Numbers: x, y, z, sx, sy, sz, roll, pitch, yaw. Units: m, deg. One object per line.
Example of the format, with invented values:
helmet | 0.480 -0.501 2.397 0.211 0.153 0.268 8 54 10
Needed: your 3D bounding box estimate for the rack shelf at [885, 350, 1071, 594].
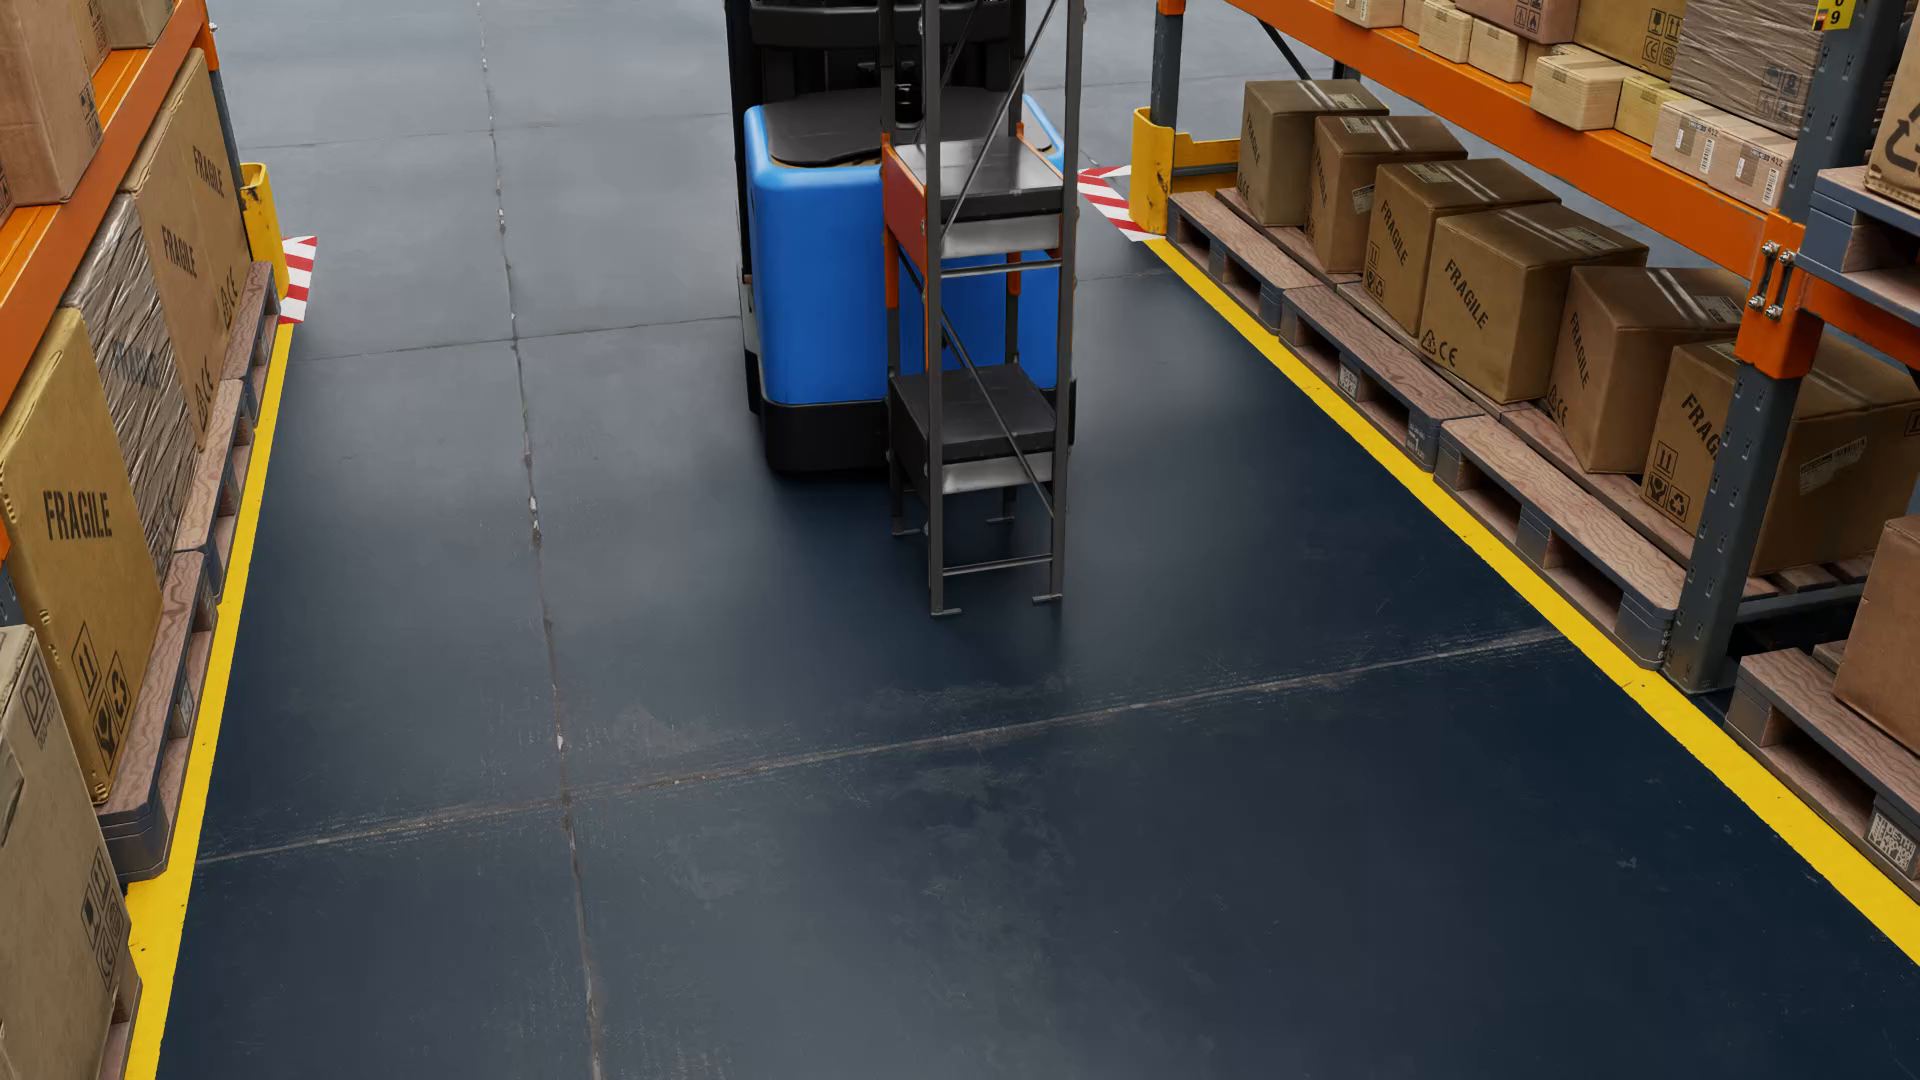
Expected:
rack shelf | 0.044 -0.211 4.943 0.431 0.518 0.480 -8 31 -13

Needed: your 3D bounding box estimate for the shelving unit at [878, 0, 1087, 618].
shelving unit | 0.044 -0.829 4.586 0.431 2.100 0.503 -8 31 -13

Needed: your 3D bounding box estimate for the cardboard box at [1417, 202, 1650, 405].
cardboard box | 1.971 -0.829 5.764 0.500 0.500 0.500 -11 32 -18

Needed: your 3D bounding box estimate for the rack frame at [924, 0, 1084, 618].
rack frame | 0.109 -0.711 4.382 0.400 2.100 0.015 -8 31 -13

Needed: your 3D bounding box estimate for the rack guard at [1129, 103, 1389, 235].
rack guard | 1.397 -1.779 7.824 1.175 0.500 0.348 -8 31 -13

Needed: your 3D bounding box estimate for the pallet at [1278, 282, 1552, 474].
pallet | 1.899 -0.669 6.195 1.003 0.211 1.213 -8 31 -13

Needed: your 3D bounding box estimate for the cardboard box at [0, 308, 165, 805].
cardboard box | -2.470 0.070 3.837 0.875 0.875 0.875 -7 31 -13

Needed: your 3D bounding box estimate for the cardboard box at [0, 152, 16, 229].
cardboard box | -2.648 -0.859 3.590 0.875 0.550 0.550 -8 31 -13

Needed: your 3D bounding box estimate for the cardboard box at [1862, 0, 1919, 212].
cardboard box | 2.514 -1.005 2.973 1.000 1.000 1.000 -8 31 -13

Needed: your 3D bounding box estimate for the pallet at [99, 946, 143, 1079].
pallet | -2.093 1.215 2.941 1.003 0.211 1.213 -8 31 -13

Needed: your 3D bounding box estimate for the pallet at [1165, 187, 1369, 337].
pallet | 1.578 -1.257 7.211 1.003 0.211 1.213 -8 31 -13

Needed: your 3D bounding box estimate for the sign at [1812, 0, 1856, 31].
sign | 1.917 -1.264 3.576 0.100 0.325 0.005 -8 31 -13

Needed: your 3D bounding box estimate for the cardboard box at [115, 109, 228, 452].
cardboard box | -2.953 -0.806 5.349 0.875 0.875 0.875 -8 31 -14

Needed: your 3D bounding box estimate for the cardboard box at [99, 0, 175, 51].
cardboard box | -3.123 -1.916 5.416 0.875 0.550 0.550 -8 31 -13

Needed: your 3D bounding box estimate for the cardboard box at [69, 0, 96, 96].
cardboard box | -2.915 -1.378 4.487 0.875 0.550 0.500 -8 31 -13

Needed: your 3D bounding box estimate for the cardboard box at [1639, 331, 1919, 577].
cardboard box | 2.371 -0.264 4.788 0.500 0.500 0.500 -9 31 -15

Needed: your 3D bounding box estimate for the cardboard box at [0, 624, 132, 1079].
cardboard box | -2.119 0.725 2.830 1.050 0.750 0.750 -8 31 -14

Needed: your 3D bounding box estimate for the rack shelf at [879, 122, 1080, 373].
rack shelf | 0.044 -0.817 4.593 0.431 0.518 0.480 -8 31 -13

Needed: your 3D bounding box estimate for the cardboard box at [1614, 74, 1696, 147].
cardboard box | 2.032 -1.172 4.532 0.380 0.149 0.250 -8 31 -13

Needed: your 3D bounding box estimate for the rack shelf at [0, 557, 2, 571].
rack shelf | -1.840 0.922 1.380 1.077 0.370 4.000 -8 31 -13

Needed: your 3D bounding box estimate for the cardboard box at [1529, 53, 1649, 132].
cardboard box | 1.858 -1.278 4.715 0.380 0.149 0.250 -8 31 -13

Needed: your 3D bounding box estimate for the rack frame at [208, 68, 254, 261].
rack frame | -3.432 -2.287 6.207 1.000 3.000 0.127 -8 31 -13

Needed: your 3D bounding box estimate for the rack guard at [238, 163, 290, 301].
rack guard | -3.439 -1.217 6.853 1.175 0.500 0.348 -8 31 -13

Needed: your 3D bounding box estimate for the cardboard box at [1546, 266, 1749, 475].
cardboard box | 2.211 -0.540 5.264 0.500 0.500 0.500 2 30 3

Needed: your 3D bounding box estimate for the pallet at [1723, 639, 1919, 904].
pallet | 2.646 0.617 3.973 1.003 0.211 1.213 -8 31 -13

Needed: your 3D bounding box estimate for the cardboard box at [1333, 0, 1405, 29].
cardboard box | 1.527 -1.882 5.758 0.380 0.149 0.250 -8 31 -13

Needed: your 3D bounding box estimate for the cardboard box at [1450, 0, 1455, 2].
cardboard box | 1.957 -2.084 5.460 0.875 0.500 0.500 -8 31 -13

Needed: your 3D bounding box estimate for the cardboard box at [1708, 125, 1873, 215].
cardboard box | 2.098 -0.922 4.099 0.380 0.149 0.250 -8 31 -13

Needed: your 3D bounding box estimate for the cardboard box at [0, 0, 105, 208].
cardboard box | -2.678 -1.135 4.068 0.875 0.550 0.550 -8 31 -13

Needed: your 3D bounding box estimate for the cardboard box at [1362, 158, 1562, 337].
cardboard box | 1.866 -1.105 6.240 0.500 0.500 0.500 -5 30 -9

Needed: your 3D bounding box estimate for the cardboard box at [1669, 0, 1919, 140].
cardboard box | 2.379 -1.363 4.214 0.875 0.500 0.500 -8 31 -13

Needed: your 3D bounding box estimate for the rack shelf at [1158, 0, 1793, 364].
rack shelf | 1.908 -1.620 5.773 1.077 0.370 4.000 -8 31 -13

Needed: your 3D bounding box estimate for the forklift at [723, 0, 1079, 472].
forklift | -0.342 -2.212 6.146 1.130 2.935 3.031 -4 30 -8

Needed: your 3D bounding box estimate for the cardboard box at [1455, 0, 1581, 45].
cardboard box | 2.050 -1.837 5.033 0.875 0.500 0.500 -8 31 -13

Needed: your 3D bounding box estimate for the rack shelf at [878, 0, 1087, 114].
rack shelf | 0.044 -1.423 4.242 0.431 0.518 0.480 -8 31 -13

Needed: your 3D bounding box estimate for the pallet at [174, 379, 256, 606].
pallet | -2.824 -0.116 5.240 1.003 0.211 1.213 -8 31 -13

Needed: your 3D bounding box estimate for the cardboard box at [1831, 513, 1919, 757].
cardboard box | 2.581 0.225 3.923 0.700 0.500 0.500 -10 32 -17

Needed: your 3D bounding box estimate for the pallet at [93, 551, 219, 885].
pallet | -2.497 0.474 4.220 1.003 0.211 1.213 -8 31 -13

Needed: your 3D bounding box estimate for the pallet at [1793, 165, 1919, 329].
pallet | 2.501 -0.494 3.301 1.003 0.211 1.213 -8 31 -13

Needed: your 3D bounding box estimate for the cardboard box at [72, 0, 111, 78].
cardboard box | -3.095 -1.629 4.920 0.875 0.550 0.550 -8 31 -13

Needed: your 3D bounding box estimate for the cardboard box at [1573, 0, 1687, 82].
cardboard box | 2.280 -1.609 4.639 0.875 0.500 0.500 -8 31 -13

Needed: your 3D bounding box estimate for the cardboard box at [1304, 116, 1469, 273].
cardboard box | 1.718 -1.409 6.767 0.500 0.500 0.500 0 30 0

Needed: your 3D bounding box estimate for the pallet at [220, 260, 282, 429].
pallet | -3.145 -0.704 6.256 1.003 0.211 1.213 -8 31 -13

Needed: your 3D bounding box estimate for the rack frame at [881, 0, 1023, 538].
rack frame | -0.021 -0.947 4.789 0.400 2.100 0.015 -8 31 -13

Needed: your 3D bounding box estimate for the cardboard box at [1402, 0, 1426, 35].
cardboard box | 1.721 -1.779 5.580 0.380 0.149 0.250 -8 31 -13

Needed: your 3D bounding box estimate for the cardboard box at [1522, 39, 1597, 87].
cardboard box | 1.919 -1.417 4.954 0.380 0.149 0.250 -8 31 -13

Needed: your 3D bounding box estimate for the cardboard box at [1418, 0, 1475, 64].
cardboard box | 1.714 -1.648 5.354 0.380 0.149 0.250 -8 31 -13

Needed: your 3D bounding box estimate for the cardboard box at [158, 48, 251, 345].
cardboard box | -3.189 -1.230 6.083 0.875 0.875 0.875 -8 31 -13

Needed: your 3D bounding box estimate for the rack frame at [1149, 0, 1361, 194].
rack frame | 1.377 -2.897 7.262 1.000 3.000 0.127 -8 31 -13

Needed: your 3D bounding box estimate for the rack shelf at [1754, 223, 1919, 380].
rack shelf | 2.969 0.312 2.435 1.077 0.370 4.000 -8 31 -13

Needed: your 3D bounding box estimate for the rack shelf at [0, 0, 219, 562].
rack shelf | -2.901 -1.009 4.718 1.077 0.370 4.000 -8 31 -13

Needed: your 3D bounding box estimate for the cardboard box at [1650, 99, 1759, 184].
cardboard box | 2.041 -1.044 4.309 0.380 0.149 0.250 -8 31 -13

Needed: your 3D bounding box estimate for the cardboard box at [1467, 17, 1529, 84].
cardboard box | 1.814 -1.532 5.153 0.380 0.149 0.250 -8 31 -13

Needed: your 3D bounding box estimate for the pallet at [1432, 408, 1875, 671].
pallet | 2.226 -0.078 5.175 1.003 0.211 1.213 -8 31 -13

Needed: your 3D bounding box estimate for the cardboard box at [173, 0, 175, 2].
cardboard box | -3.290 -2.179 5.870 0.875 0.550 0.550 -8 31 -13

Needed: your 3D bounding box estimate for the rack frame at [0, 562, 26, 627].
rack frame | -2.371 -0.355 2.869 1.000 3.000 0.127 -8 31 -13

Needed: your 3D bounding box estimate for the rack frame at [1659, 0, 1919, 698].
rack frame | 2.438 -0.966 3.924 1.000 3.000 0.127 -8 31 -13

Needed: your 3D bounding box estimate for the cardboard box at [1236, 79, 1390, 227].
cardboard box | 1.526 -1.694 7.258 0.500 0.500 0.500 -2 30 -4

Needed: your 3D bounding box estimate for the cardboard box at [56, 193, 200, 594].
cardboard box | -2.713 -0.365 4.588 0.875 0.875 0.875 -8 31 -13
